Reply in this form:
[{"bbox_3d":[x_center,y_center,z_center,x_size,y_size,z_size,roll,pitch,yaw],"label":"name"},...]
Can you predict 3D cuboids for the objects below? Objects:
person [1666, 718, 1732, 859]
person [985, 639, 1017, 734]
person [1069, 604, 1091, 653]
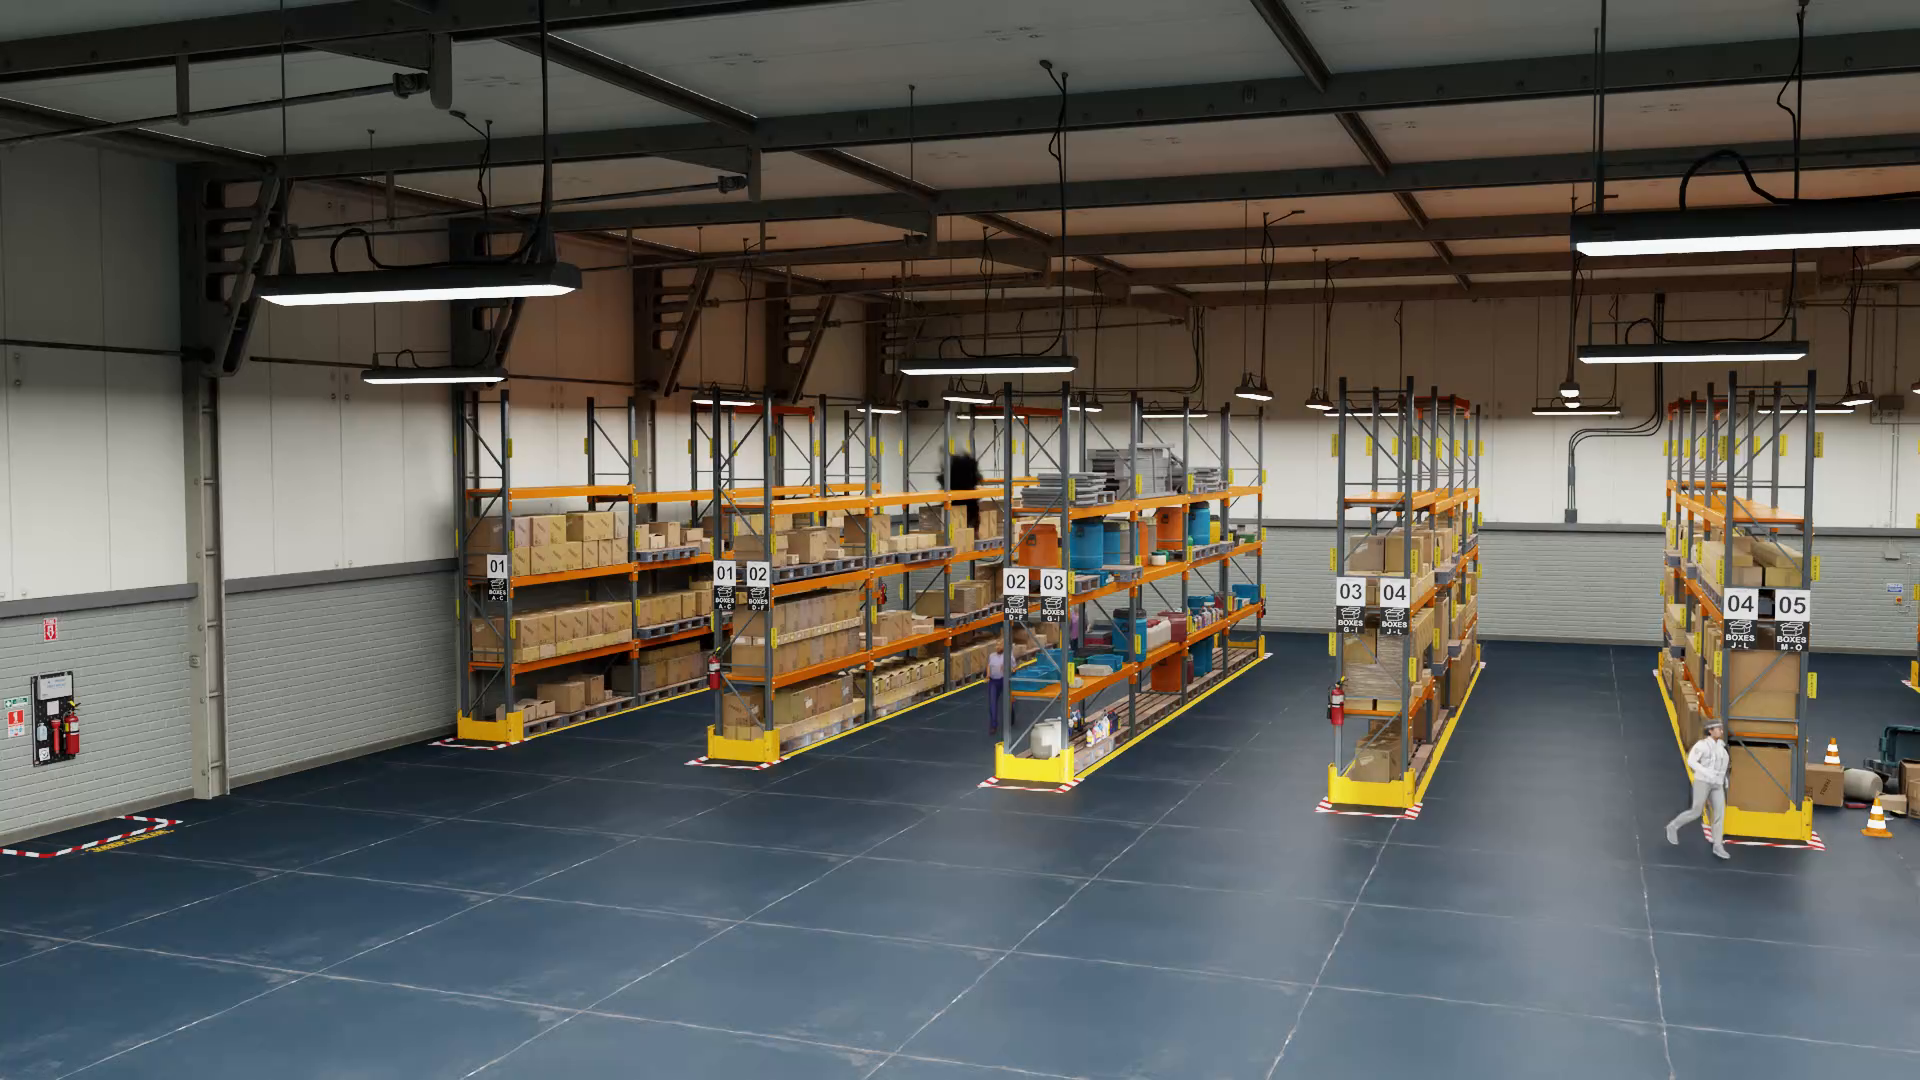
[{"bbox_3d":[9.304,3.023,20.590,0.673,1.660,0.925,-1,3,-21],"label":"person"},{"bbox_3d":[0.711,2.572,29.297,0.615,1.602,0.889,1,3,16],"label":"person"},{"bbox_3d":[2.639,2.186,37.091,0.561,1.577,0.557,1,3,11],"label":"person"}]
